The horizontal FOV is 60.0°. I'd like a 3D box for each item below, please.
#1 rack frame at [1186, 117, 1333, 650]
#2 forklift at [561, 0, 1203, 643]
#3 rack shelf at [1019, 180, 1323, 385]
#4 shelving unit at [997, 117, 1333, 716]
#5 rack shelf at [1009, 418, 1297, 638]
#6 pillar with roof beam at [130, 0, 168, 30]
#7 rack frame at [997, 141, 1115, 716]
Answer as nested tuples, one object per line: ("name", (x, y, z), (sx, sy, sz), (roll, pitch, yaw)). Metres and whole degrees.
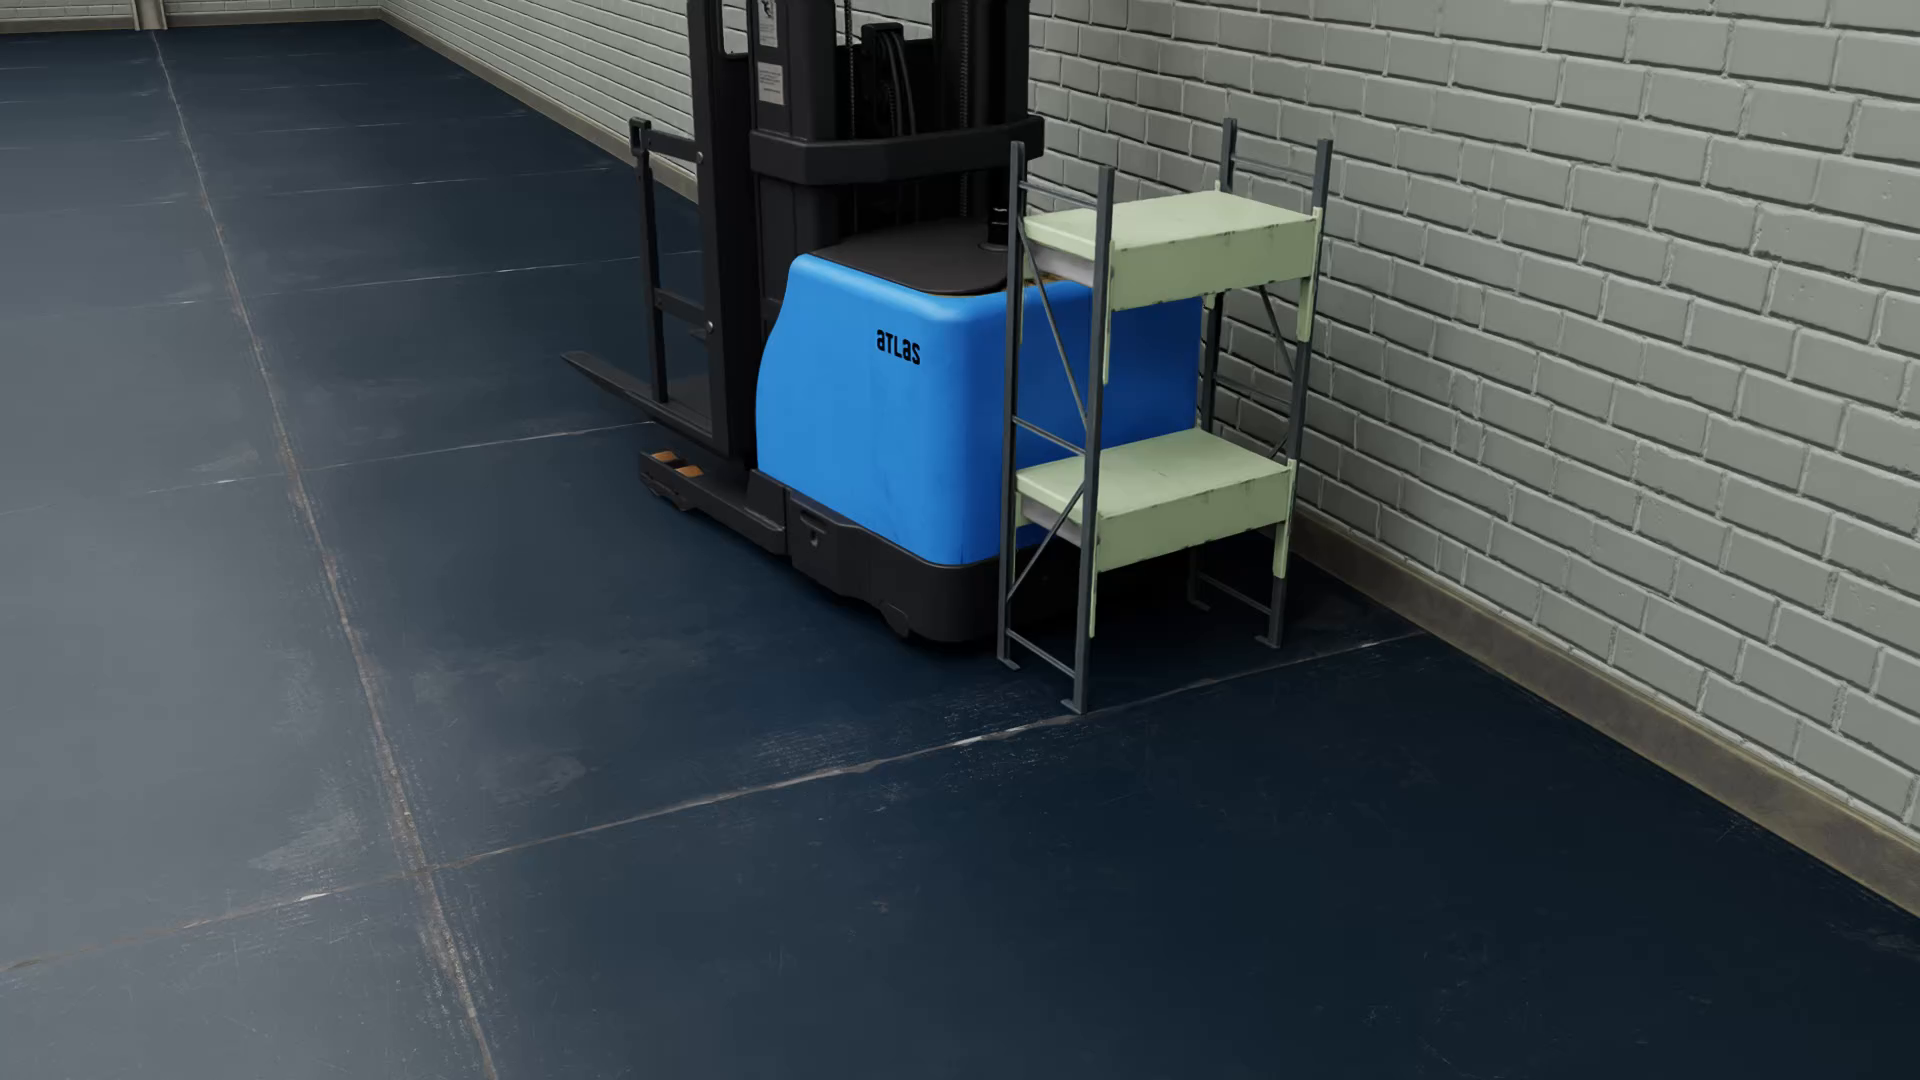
("rack frame", (0.847, -0.428, 4.807), (0.023, 1.500, 0.400), (-14, 28, -31))
("forklift", (-0.530, -1.556, 5.676), (1.130, 2.935, 3.031), (-16, 27, -34))
("rack shelf", (0.549, -0.707, 4.461), (0.720, 0.370, 0.431), (-14, 28, -31))
("shelving unit", (0.543, -0.350, 4.618), (0.755, 1.500, 0.431), (-14, 28, -31))
("rack shelf", (0.538, -0.052, 4.750), (0.720, 0.370, 0.431), (-14, 28, -31))
("pillar with roof beam", (-9.004, -9.549, 17.053), (0.400, 9.000, 9.100), (-10, 25, -24))
("rack frame", (0.240, -0.272, 4.429), (0.023, 1.500, 0.400), (-14, 28, -31))
